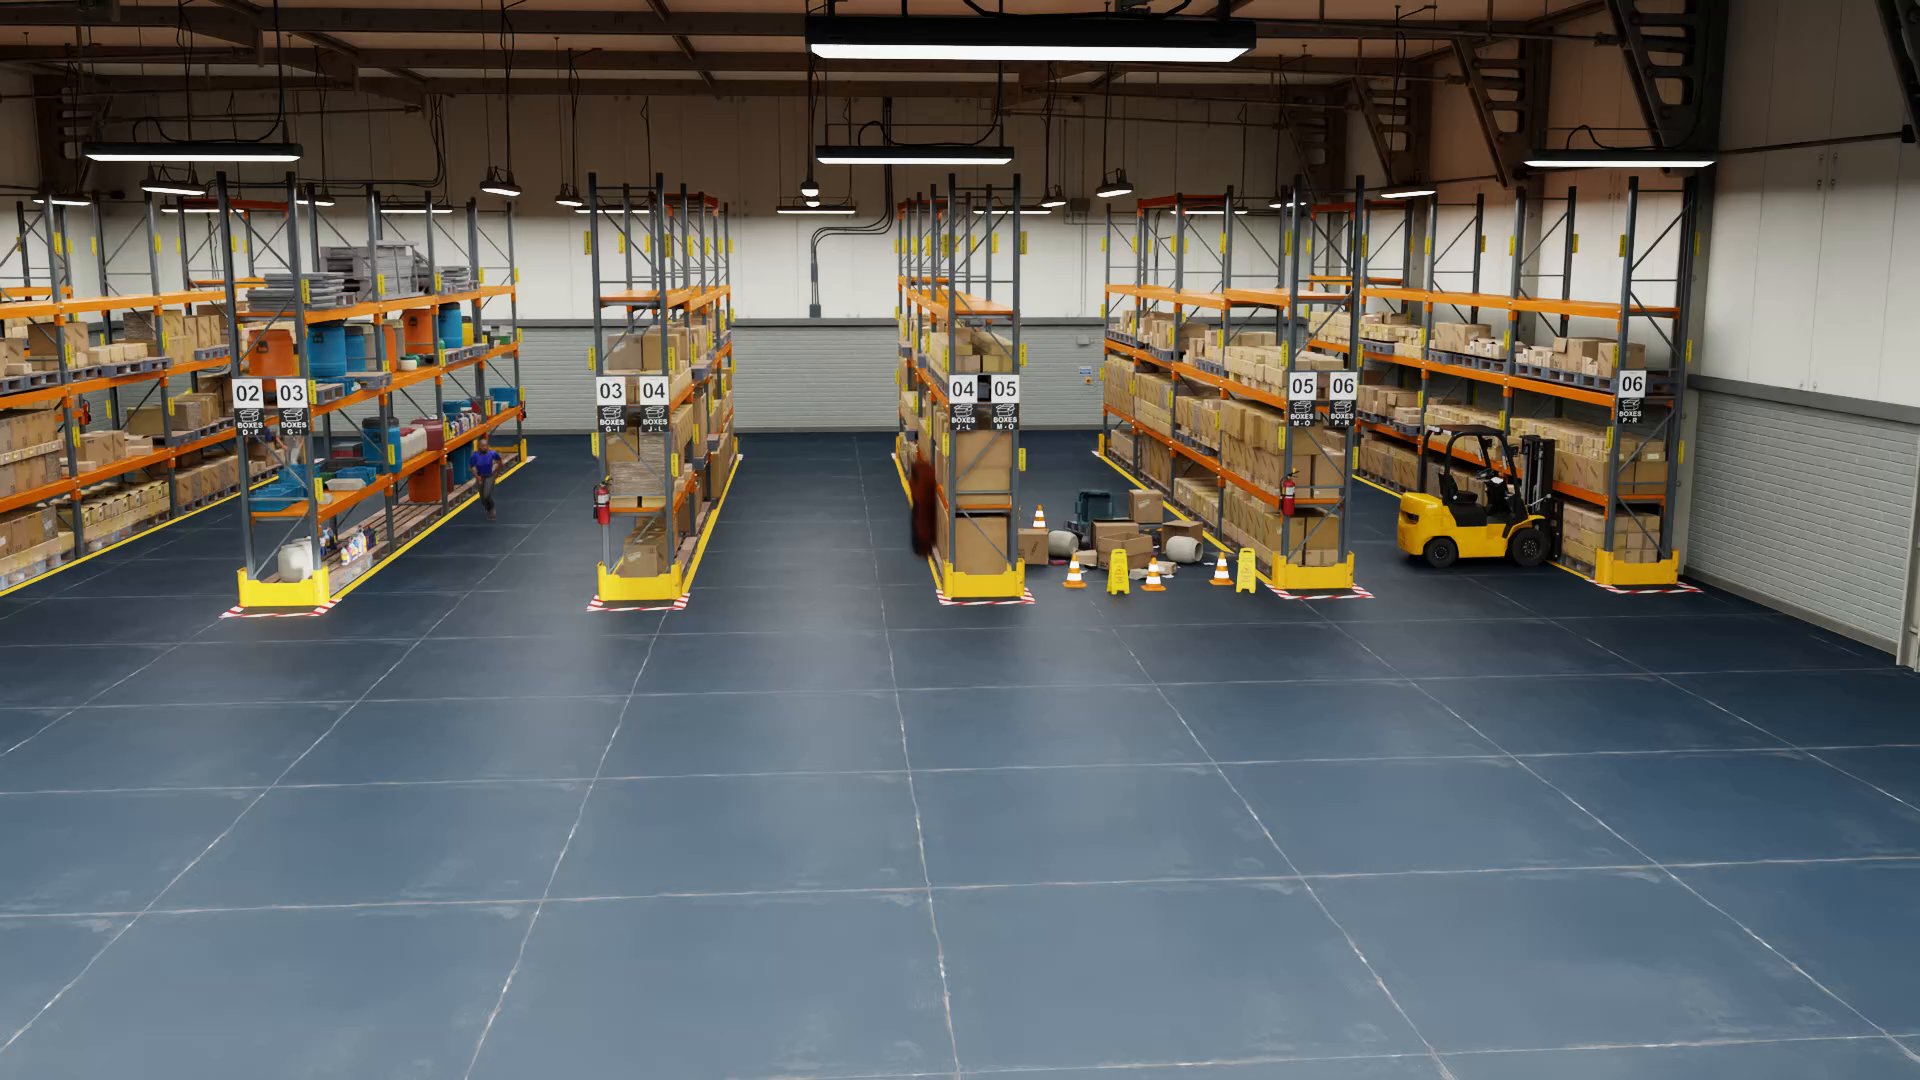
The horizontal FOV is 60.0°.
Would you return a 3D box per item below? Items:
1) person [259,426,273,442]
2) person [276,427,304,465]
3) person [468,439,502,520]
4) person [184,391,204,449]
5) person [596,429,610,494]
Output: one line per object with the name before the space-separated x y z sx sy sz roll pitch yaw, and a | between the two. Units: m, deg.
person | -17.639 -3.216 42.238 1.043 1.588 0.514 8 13 39
person | -14.031 -1.904 34.976 0.534 1.571 0.693 0 10 0
person | -8.681 -1.106 30.490 0.527 1.561 0.725 1 10 5
person | -17.524 -2.506 37.847 0.607 1.769 0.484 6 12 32
person | -7.131 -1.798 33.832 0.548 1.714 1.062 0 10 0
